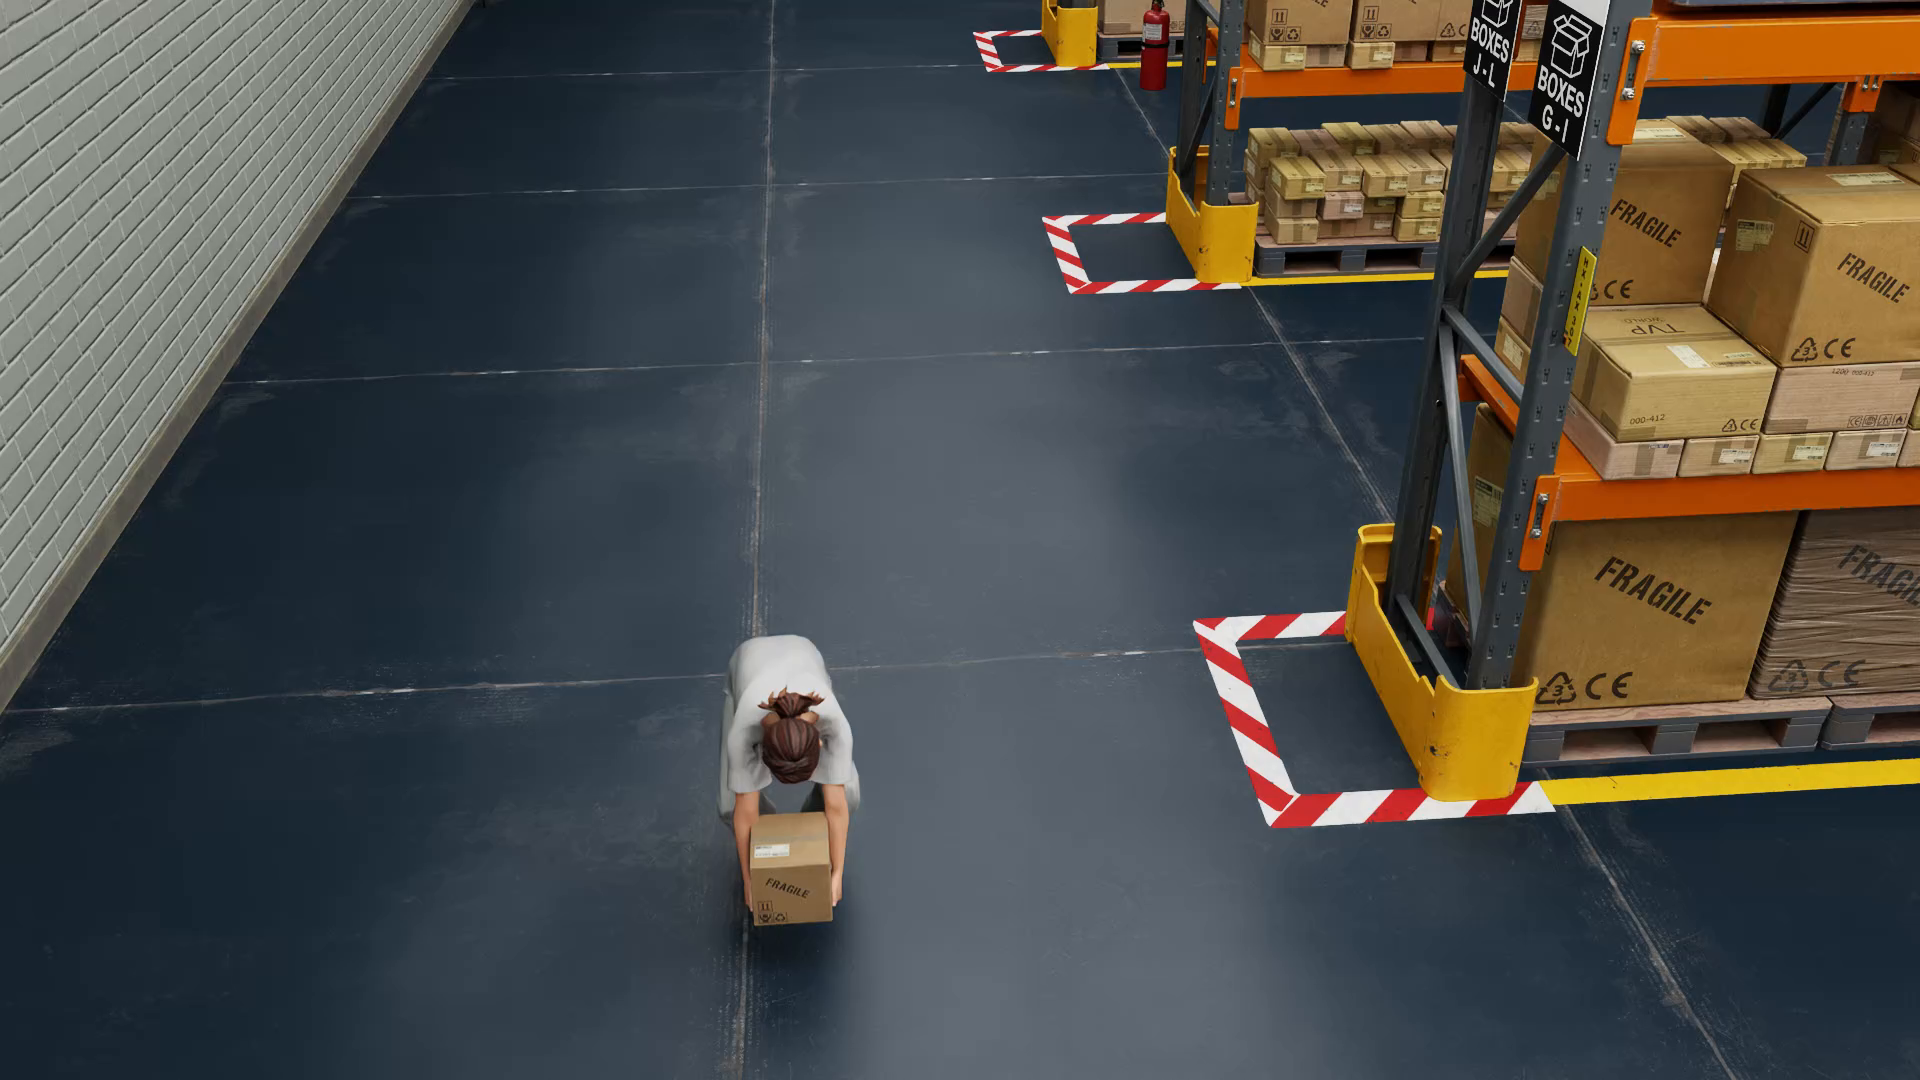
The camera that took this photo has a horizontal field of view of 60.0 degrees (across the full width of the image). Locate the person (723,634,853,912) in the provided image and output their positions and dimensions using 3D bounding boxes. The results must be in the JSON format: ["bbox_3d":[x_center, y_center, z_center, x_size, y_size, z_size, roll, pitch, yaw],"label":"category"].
[{"bbox_3d":[-0.569,0.774,5.554,0.416,0.955,0.857,-4,31,-7],"label":"person"}]
